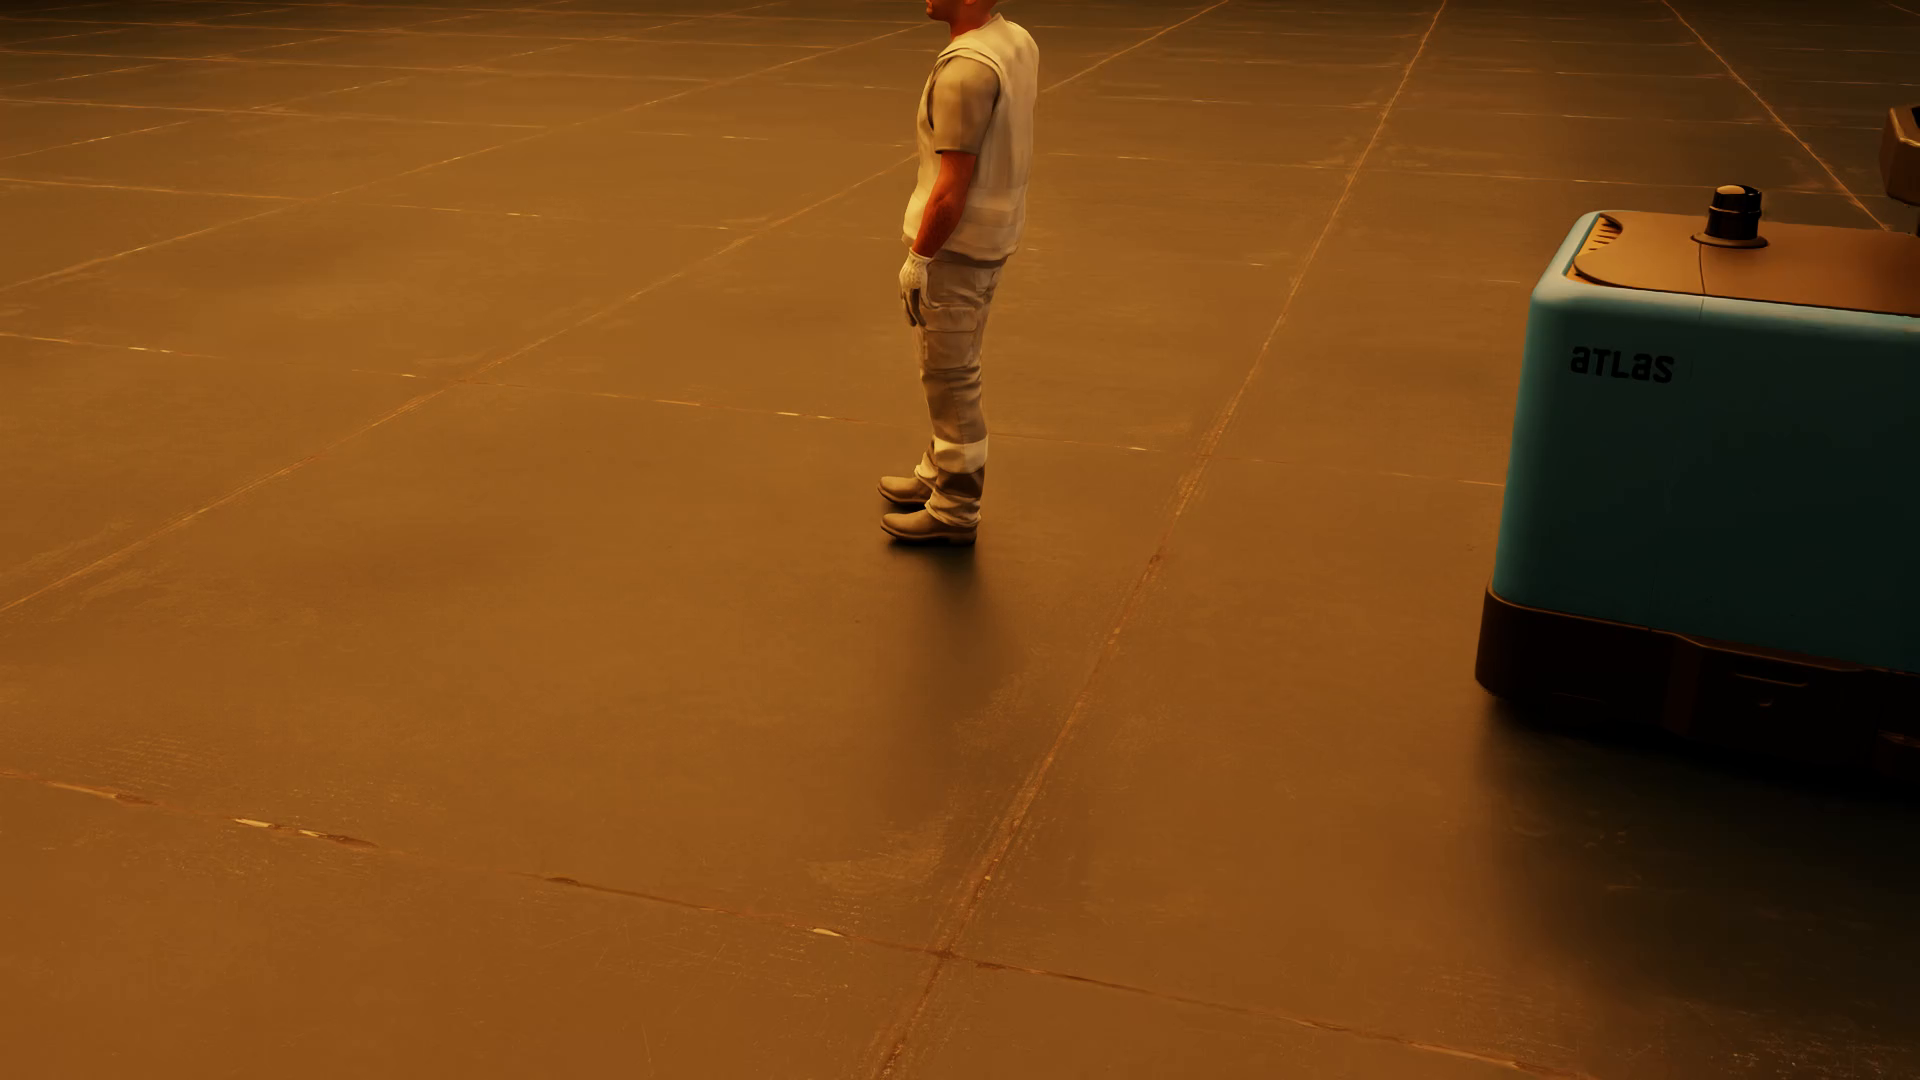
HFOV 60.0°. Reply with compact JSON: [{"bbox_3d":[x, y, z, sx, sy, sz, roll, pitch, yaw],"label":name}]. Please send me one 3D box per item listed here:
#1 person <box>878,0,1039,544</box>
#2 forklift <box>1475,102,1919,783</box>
[{"bbox_3d":[-0.074,-0.846,4.808,0.562,1.789,0.638,7,23,16],"label":"person"},{"bbox_3d":[2.830,-0.857,3.356,3.031,2.935,1.130,10,25,23],"label":"forklift"}]
